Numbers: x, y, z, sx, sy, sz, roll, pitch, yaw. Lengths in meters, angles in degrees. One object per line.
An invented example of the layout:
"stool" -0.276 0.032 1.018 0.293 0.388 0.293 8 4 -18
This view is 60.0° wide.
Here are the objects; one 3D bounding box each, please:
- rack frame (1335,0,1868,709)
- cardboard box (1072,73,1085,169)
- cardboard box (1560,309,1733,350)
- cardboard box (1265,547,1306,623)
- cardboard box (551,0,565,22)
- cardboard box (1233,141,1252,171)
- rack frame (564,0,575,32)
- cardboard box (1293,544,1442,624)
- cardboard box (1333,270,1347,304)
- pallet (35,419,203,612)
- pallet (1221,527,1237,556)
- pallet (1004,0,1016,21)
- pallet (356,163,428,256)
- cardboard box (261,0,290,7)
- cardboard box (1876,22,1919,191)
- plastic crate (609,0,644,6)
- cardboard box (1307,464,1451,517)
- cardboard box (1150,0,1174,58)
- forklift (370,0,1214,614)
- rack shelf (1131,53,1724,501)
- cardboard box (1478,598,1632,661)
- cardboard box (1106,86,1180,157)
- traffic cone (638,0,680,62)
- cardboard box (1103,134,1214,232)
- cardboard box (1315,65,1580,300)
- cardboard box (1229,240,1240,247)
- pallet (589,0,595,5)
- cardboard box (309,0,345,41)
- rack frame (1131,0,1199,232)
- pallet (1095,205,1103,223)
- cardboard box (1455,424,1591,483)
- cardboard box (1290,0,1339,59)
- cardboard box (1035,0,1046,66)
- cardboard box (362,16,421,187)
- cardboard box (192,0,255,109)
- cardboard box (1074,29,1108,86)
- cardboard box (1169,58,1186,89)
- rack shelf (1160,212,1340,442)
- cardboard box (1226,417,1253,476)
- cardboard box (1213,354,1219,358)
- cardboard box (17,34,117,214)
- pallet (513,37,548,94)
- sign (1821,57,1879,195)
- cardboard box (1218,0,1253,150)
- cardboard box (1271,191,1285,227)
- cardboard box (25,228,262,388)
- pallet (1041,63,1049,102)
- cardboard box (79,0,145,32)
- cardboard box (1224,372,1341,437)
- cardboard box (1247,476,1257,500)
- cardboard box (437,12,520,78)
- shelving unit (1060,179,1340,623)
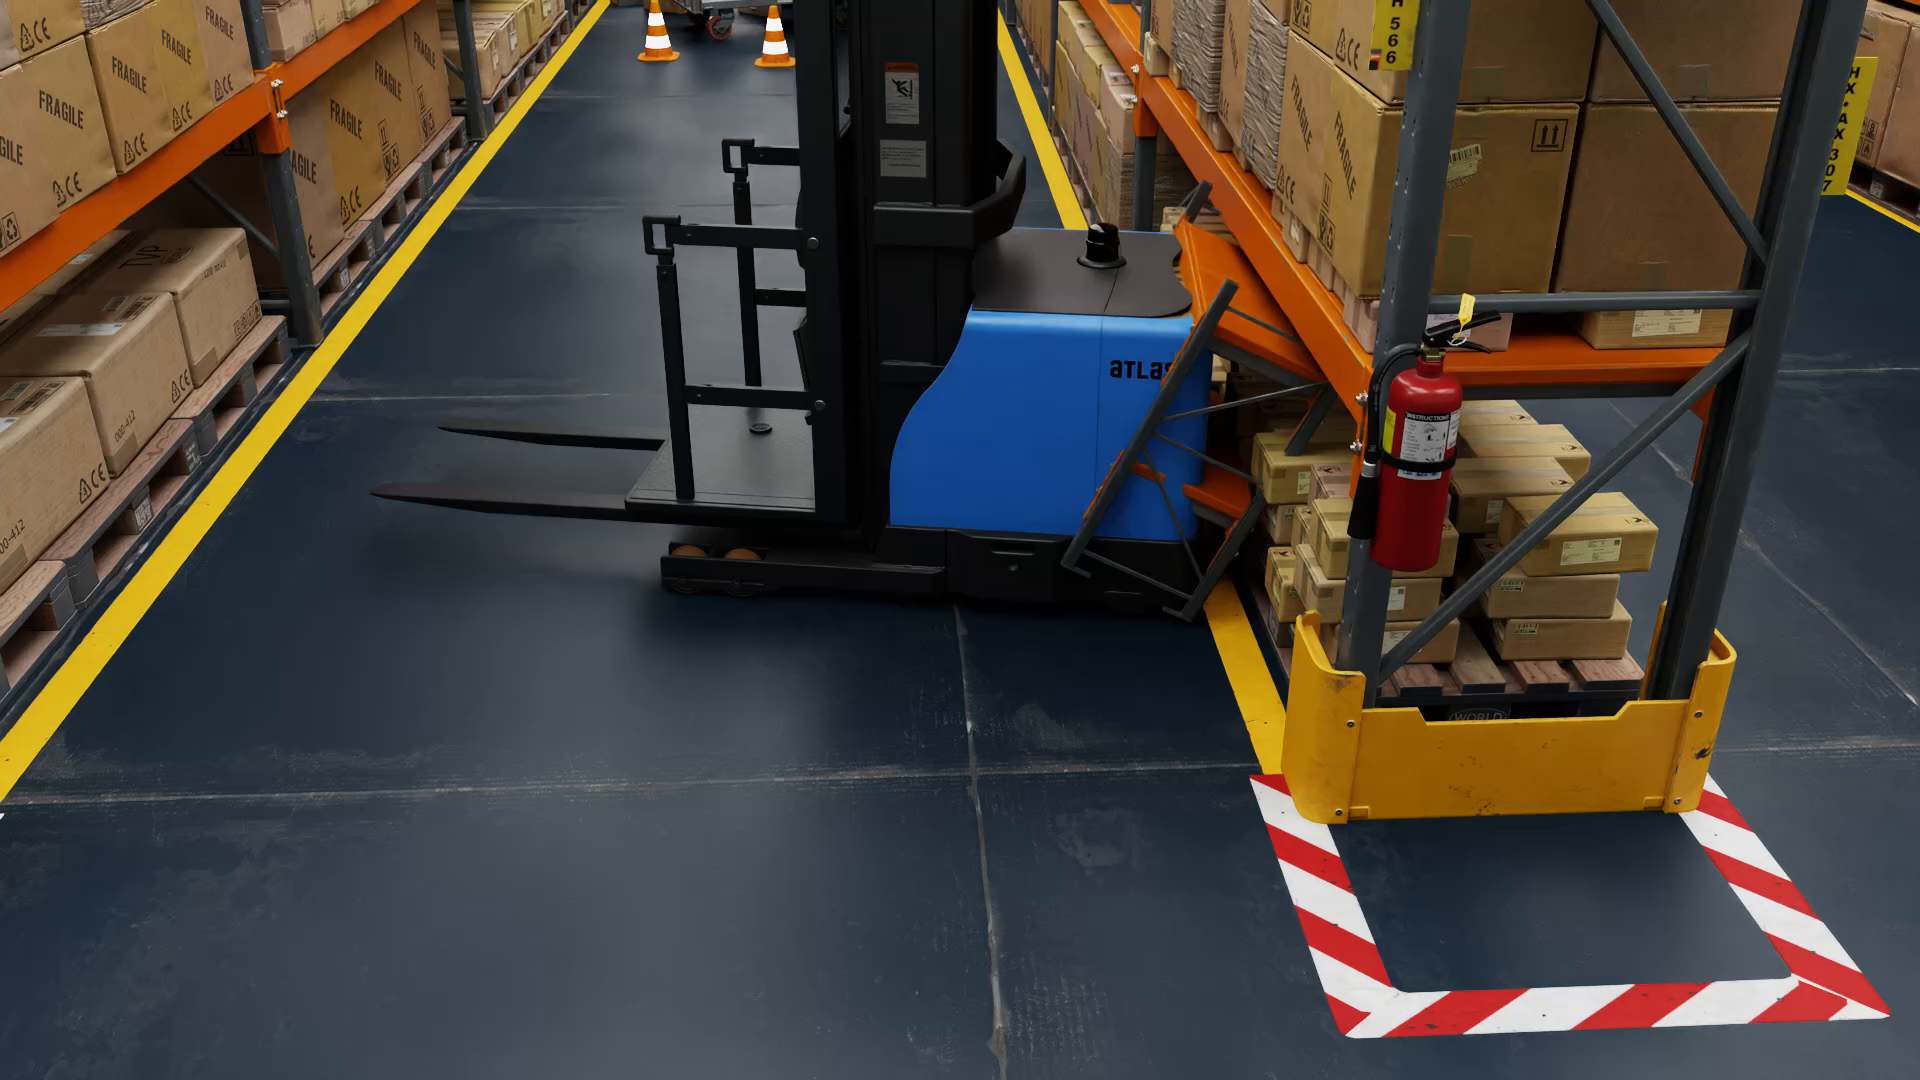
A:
"rack frame" 1.550 -0.582 4.123 1.000 3.000 0.127 -1 28 -3
"cardboard box" 0.975 -2.553 10.150 0.500 0.500 0.500 -2 28 -4
"cardboard box" 1.860 -0.629 4.483 0.380 0.149 0.250 -2 28 -3
"cardboard box" 1.199 0.141 5.365 0.380 0.149 0.250 -1 28 -1
"cardboard box" -3.985 -4.737 14.476 0.950 0.372 0.625 -1 28 -2
"cardboard box" 1.206 -1.450 6.058 0.380 0.149 0.250 0 28 -1
"rack frame" -4.015 -5.958 14.430 1.000 3.000 0.127 -1 28 -3
"cardboard box" 1.237 0.127 5.070 0.380 0.149 0.250 -2 28 -4
"cardboard box" 1.275 -0.731 4.679 0.380 0.149 0.250 -1 28 -3
"pallet" -3.569 -0.109 6.231 1.003 0.211 1.213 -1 28 -3
"pallet" 1.478 -0.319 6.634 1.003 0.211 1.213 -1 28 -3
"pallet" 0.962 -5.241 16.070 1.003 0.211 1.213 -1 28 -3
"pallet" -3.779 -1.946 9.754 1.003 0.211 1.213 -1 28 -3
"cardboard box" -3.339 -2.629 7.668 0.500 0.250 0.500 -2 28 -4
"cardboard box" 6.198 -2.455 9.556 1.225 0.875 0.875 -2 28 -4
"plastic crate" -3.278 -5.408 16.533 0.402 0.080 0.583 -11 30 -20
"cardboard box" 1.313 -0.124 5.230 0.380 0.149 0.250 -1 28 -2
"cardboard box" 1.115 -2.371 7.123 0.500 0.500 0.500 -2 28 -4
"forklift" -0.622 -1.337 5.644 3.031 2.935 1.130 3 28 7
"rack shelf" 1.445 -1.187 6.060 1.077 0.370 4.000 -1 28 -3
"cardboard box" 1.842 0.246 5.164 0.380 0.149 0.250 -1 28 -2
"cardboard box" 1.049 -2.178 8.620 0.500 0.250 0.500 -2 28 -4
"traffic cone" -2.552 -4.294 13.983 0.336 0.463 0.334 -1 28 -3
"cardboard box" 1.051 -1.843 8.789 0.500 0.500 0.500 -2 28 -4
"cardboard box" 1.269 -0.960 4.417 0.500 0.500 0.500 -1 28 -2
"cardboard box" 1.170 -1.207 7.306 0.380 0.149 0.250 -2 28 -3
"pallet" -4.152 -5.596 16.750 1.003 0.211 1.213 -1 28 -3
"cardboard box" -3.385 -2.645 8.241 0.500 0.250 0.500 -2 28 -4
"rack frame" 1.341 -2.430 7.665 1.000 3.000 0.127 -1 28 -3
"pallet" 1.299 -1.553 8.999 1.003 0.211 1.213 -1 28 -3
"cardboard box" 1.842 -0.262 5.495 0.380 0.149 0.250 -1 28 -3
"cardboard box" 1.251 -1.641 4.642 0.500 0.500 0.500 -2 28 -4
"cardboard box" 1.141 -4.153 12.947 1.050 0.750 0.750 -1 28 -2
"cardboard box" -3.811 -2.622 9.877 0.875 0.875 0.875 -1 28 -2
"cardboard box" -3.318 -2.100 6.924 0.500 0.500 0.500 -1 28 -2
"cardboard box" 0.966 -2.900 10.005 0.500 0.250 0.500 -1 28 -2
"cardboard box" 1.117 -2.062 7.232 0.380 0.149 0.250 -1 28 -1
"rack shelf" 0.955 -0.736 5.694 0.538 0.278 1.000 24 28 -9
"cardboard box" 1.168 -0.352 5.988 0.380 0.149 0.250 -1 28 -2
"cardboard box" 1.144 -0.712 6.678 0.380 0.149 0.250 -2 28 -3
"cardboard box" -3.232 -1.388 5.560 0.500 0.500 0.500 0 28 -1
"pallet" -3.906 -3.797 13.302 1.003 0.211 1.213 -1 28 -3
"sign" 2.092 -0.979 3.948 0.100 0.325 0.005 -1 28 -3
"cardboard box" 1.196 -1.662 5.764 0.500 0.500 0.500 0 28 0
"cardboard box" 1.226 -1.086 5.360 0.380 0.149 0.250 -3 28 -5
"cardboard box" -3.672 -1.021 7.281 0.875 0.438 0.875 -2 28 -3
"pallet" 1.166 -3.406 12.553 1.003 0.211 1.213 -1 28 -3
"cardboard box" -3.242 -2.071 5.787 0.500 0.500 0.500 -1 28 -2
"cardboard box" 1.153 -0.484 5.921 0.380 0.149 0.250 0 28 -1
"cardboard box" 1.170 -0.213 6.043 0.380 0.149 0.250 -3 28 -5
"cardboard box" -3.872 -3.734 12.552 0.950 0.372 0.625 -2 28 -4
"shelving unit" 0.830 -0.508 5.830 0.538 1.125 1.048 24 28 -9
